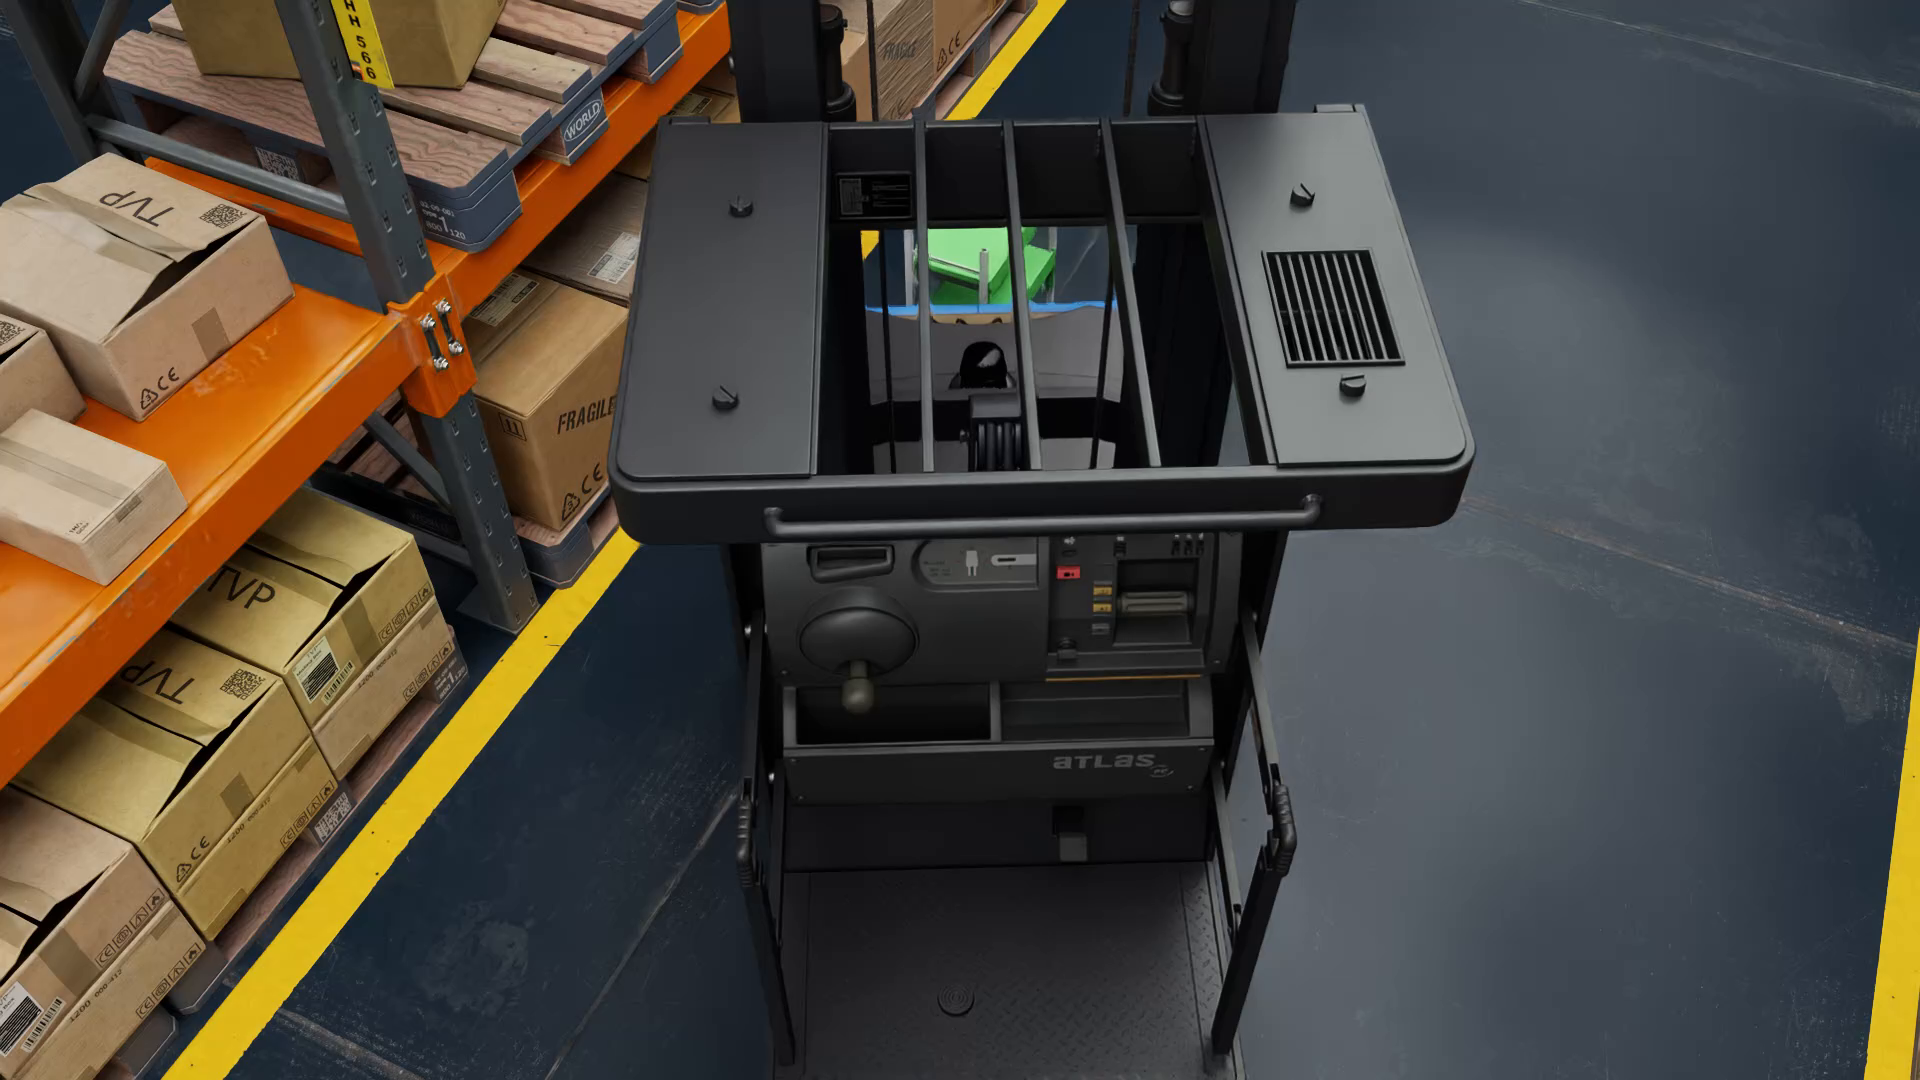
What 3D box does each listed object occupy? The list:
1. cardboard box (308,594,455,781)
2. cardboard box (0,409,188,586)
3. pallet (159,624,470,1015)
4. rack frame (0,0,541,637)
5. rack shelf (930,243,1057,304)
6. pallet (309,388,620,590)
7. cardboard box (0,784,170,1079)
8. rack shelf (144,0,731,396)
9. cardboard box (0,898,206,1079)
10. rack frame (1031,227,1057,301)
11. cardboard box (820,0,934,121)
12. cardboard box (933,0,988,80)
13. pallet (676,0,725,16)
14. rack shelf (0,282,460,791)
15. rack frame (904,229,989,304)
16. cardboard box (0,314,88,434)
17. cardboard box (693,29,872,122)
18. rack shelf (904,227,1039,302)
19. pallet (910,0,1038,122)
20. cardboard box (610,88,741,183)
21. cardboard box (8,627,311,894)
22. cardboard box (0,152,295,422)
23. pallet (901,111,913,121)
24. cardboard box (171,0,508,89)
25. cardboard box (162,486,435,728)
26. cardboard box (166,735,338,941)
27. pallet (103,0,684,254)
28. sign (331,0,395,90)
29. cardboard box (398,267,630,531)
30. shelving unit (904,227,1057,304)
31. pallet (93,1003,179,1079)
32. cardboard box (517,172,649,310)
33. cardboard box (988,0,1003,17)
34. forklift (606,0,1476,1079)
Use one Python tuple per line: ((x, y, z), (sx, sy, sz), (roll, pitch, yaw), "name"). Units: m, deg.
((-1.761, 0.311, 4.545), (0.500, 0.250, 0.500), (21, 53, 17), "cardboard box")
((-1.891, -0.095, 3.526), (0.380, 0.149, 0.250), (20, 52, 16), "cardboard box")
((-2.143, 0.573, 4.624), (1.003, 0.211, 1.213), (20, 52, 16), "pallet")
((-1.756, -0.885, 4.034), (1.000, 3.000, 0.127), (20, 52, 16), "rack frame")
((0.067, -0.687, 4.816), (0.258, 0.148, 0.480), (20, 52, 16), "rack shelf")
((-1.403, -0.483, 5.523), (1.003, 0.211, 1.213), (20, 52, 16), "pallet")
((-2.192, 0.836, 3.731), (0.500, 0.311, 0.500), (19, 52, 16), "cardboard box")
((-0.902, -2.029, 5.480), (1.077, 0.370, 4.000), (20, 52, 16), "rack shelf")
((-2.195, 1.013, 3.948), (0.500, 0.250, 0.500), (21, 53, 17), "cardboard box")
((0.171, -0.741, 5.093), (0.240, 1.200, 0.015), (20, 52, 16), "rack frame")
((-0.433, -1.856, 6.212), (0.500, 0.500, 0.500), (20, 53, 17), "cardboard box")
((-0.218, -2.201, 6.506), (0.500, 0.500, 0.500), (20, 52, 16), "cardboard box")
((-0.930, -2.164, 5.248), (1.003, 0.211, 1.213), (20, 52, 16), "pallet")
((-2.611, 0.725, 3.136), (1.077, 0.370, 4.000), (20, 52, 16), "rack shelf")
((-0.037, -0.405, 4.807), (0.240, 1.200, 0.015), (20, 52, 16), "rack frame")
((-2.314, -0.303, 3.597), (0.500, 0.311, 0.500), (19, 52, 16), "cardboard box")
((-0.648, -1.505, 5.914), (0.500, 0.500, 0.500), (18, 52, 15), "cardboard box")
((0.067, -0.843, 4.633), (0.258, 0.148, 0.480), (20, 52, 16), "rack shelf")
((-0.361, -2.163, 6.952), (1.003, 0.211, 1.213), (20, 52, 16), "pallet")
((-0.866, -1.144, 5.606), (0.500, 0.500, 0.500), (19, 52, 16), "cardboard box")
((-1.974, 0.489, 4.026), (0.500, 0.311, 0.500), (19, 52, 16), "cardboard box")
((-1.951, -0.620, 3.867), (0.500, 0.311, 0.500), (23, 53, 18), "cardboard box")
((-0.881, -1.320, 6.235), (1.003, 0.211, 1.213), (20, 52, 16), "pallet")
((-1.589, -1.524, 4.236), (0.700, 0.500, 0.500), (4, 50, 4), "cardboard box")
((-1.757, 0.129, 4.332), (0.500, 0.311, 0.500), (21, 53, 17), "cardboard box")
((-1.978, 0.668, 4.242), (0.500, 0.250, 0.500), (19, 52, 16), "cardboard box")
((-1.530, -1.313, 4.523), (1.213, 0.211, 1.003), (20, 52, 16), "pallet")
((-1.253, -1.082, 3.441), (0.100, 0.325, 0.005), (20, 52, 16), "sign")
((-1.303, -0.438, 5.006), (0.500, 0.500, 0.500), (22, 53, 18), "cardboard box")
((0.067, -0.573, 4.950), (0.258, 1.200, 0.503), (20, 52, 16), "shelving unit")
((-2.666, 1.410, 3.912), (1.003, 0.211, 1.213), (20, 52, 16), "pallet")
((-1.085, -0.800, 5.314), (0.500, 0.500, 0.500), (18, 52, 15), "cardboard box")
((0.001, -2.539, 6.793), (0.500, 0.500, 0.500), (20, 52, 16), "cardboard box")
((0.092, 0.241, 3.120), (1.130, 2.935, 3.031), (-1, 50, -1), "forklift")
